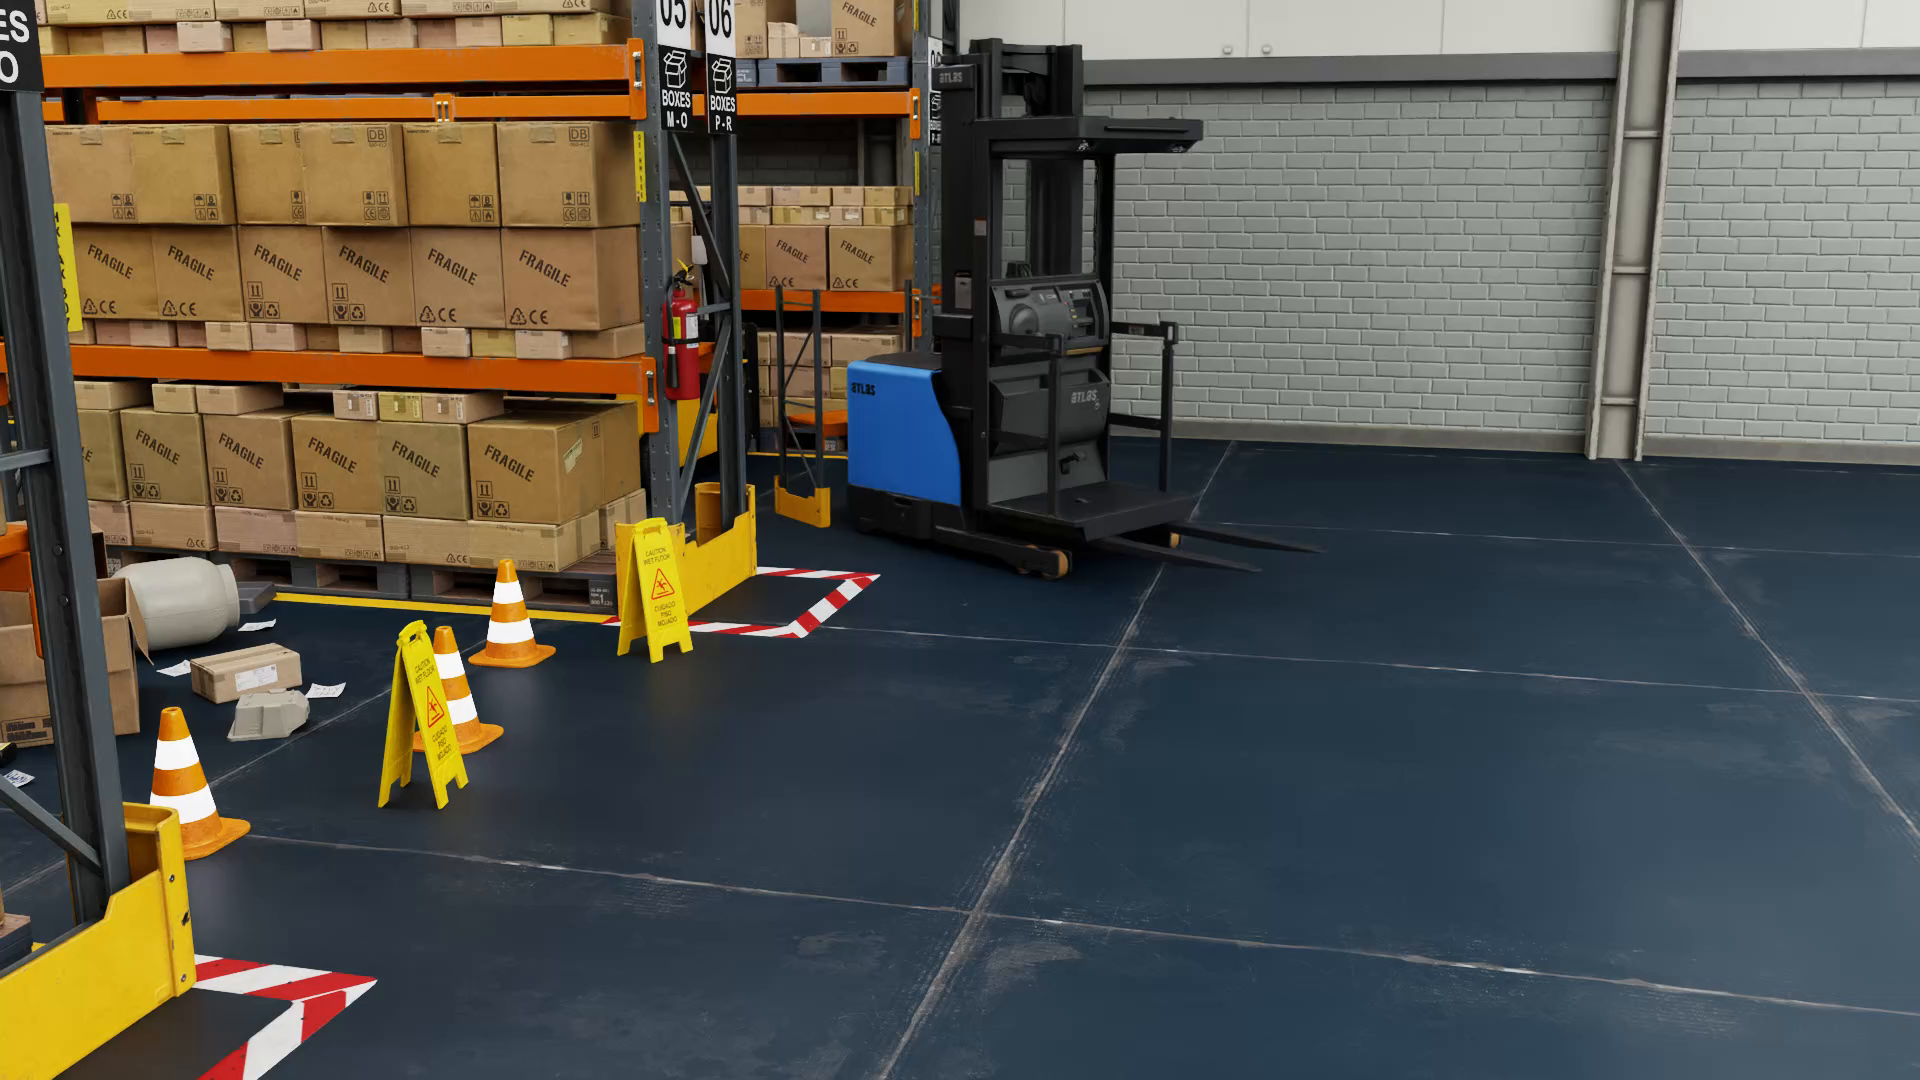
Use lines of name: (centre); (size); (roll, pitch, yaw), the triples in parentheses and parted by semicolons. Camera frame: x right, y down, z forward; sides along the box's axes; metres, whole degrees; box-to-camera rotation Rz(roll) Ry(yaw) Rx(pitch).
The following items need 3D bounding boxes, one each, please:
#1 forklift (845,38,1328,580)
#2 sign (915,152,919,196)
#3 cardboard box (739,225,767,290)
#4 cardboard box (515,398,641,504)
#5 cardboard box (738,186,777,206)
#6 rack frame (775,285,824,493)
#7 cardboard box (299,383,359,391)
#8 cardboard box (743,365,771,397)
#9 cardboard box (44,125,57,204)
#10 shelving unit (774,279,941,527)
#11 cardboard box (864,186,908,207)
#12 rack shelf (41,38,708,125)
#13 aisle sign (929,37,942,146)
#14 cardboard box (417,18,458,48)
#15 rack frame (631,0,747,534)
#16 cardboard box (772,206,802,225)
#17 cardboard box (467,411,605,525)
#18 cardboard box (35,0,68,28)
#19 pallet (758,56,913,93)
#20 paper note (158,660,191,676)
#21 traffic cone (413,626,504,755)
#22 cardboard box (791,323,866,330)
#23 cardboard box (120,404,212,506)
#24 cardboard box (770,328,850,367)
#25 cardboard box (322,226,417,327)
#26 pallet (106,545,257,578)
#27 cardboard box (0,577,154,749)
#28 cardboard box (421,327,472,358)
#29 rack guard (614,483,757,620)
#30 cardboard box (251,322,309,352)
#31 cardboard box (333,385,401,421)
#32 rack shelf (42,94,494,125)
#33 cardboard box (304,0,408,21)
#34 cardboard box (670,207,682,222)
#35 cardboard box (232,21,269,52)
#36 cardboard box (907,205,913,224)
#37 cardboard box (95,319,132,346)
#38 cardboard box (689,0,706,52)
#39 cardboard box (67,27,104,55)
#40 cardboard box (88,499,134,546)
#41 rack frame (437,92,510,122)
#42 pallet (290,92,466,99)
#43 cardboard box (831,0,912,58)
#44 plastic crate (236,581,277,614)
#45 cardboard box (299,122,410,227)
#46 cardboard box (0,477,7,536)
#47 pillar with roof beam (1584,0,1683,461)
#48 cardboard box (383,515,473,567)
forklift: (0.678, -1.336, 9.490); (1.130, 2.935, 3.031); (-12, 17, -44)
sign: (-0.323, -2.779, 12.615); (0.005, 0.325, 0.100); (3, 13, 14)
cardboard box: (-1.719, -2.286, 13.382); (0.500, 0.500, 0.500); (3, 13, 12)
cardboard box: (-2.105, -0.498, 9.199); (0.500, 0.500, 0.500); (3, 13, 12)
cardboard box: (-1.589, -2.730, 13.196); (0.250, 0.149, 0.380); (3, 13, 15)
rack frame: (-1.029, -0.867, 10.678); (0.032, 1.500, 0.500); (-9, 15, -36)
cardboard box: (-5.324, -1.532, 14.725); (0.625, 0.625, 0.875); (3, 13, 13)
cardboard box: (-1.718, -1.329, 13.521); (0.500, 0.250, 0.500); (3, 13, 12)
cardboard box: (-4.874, -1.989, 9.048); (0.500, 0.500, 0.700); (3, 13, 13)
shelving unit: (-0.629, -0.932, 10.970); (1.083, 1.500, 0.587); (-9, 15, -36)
cardboard box: (-0.578, -2.697, 13.048); (0.250, 0.149, 0.380); (3, 13, 14)
rack shelf: (-3.307, -2.385, 8.793); (4.000, 0.370, 1.077); (3, 13, 14)
aisle sign: (-0.186, -3.416, 12.702); (0.004, 0.787, 0.394); (3, 13, 14)
cardboard box: (-2.508, -2.523, 8.336); (0.250, 0.149, 0.380); (3, 13, 14)
rack frame: (-1.365, -1.168, 8.572); (0.127, 3.000, 1.000); (3, 13, 14)
cardboard box: (-1.314, -2.585, 13.231); (0.250, 0.149, 0.380); (3, 13, 13)
cardboard box: (-2.206, -0.383, 8.683); (0.500, 0.500, 0.500); (3, 13, 14)
cardboard box: (-4.887, -2.831, 8.804); (0.500, 0.250, 0.500); (3, 13, 12)
pallet: (-0.860, -3.675, 13.152); (1.213, 0.211, 1.003); (3, 13, 14)
paper note: (-3.549, 0.581, 7.570); (0.142, 0.019, 0.148); (8, 15, 33)
traffic cone: (-2.028, 0.571, 6.593); (0.334, 0.463, 0.336); (3, 13, 14)
cardboard box: (-1.087, -1.652, 13.827); (0.500, 0.250, 0.500); (3, 13, 14)
cardboard box: (-4.218, -0.491, 9.171); (0.500, 0.500, 0.500); (4, 13, 16)
cardboard box: (-1.199, -1.546, 13.347); (0.500, 0.250, 0.500); (3, 13, 15)
cardboard box: (-2.928, -1.386, 8.636); (0.500, 0.500, 0.500); (3, 13, 13)
pallet: (-4.588, 0.013, 9.686); (1.213, 0.211, 1.003); (3, 13, 14)
cardboard box: (-3.677, 0.492, 6.853); (0.637, 0.503, 0.797); (-6, 14, -25)
cardboard box: (-2.553, -1.034, 8.550); (0.250, 0.149, 0.380); (3, 13, 15)
rack guard: (-1.439, 0.049, 8.860); (0.348, 0.500, 1.175); (3, 13, 14)
cardboard box: (-3.529, -1.093, 8.816); (0.250, 0.149, 0.380); (3, 13, 13)
cardboard box: (-3.077, -0.733, 8.760); (0.250, 0.149, 0.380); (4, 13, 16)
rack shelf: (-6.005, -3.636, 14.434); (4.000, 0.370, 1.077); (3, 13, 14)
cardboard box: (-2.920, -2.726, 8.331); (0.500, 0.250, 0.500); (3, 13, 15)
cardboard box: (-2.320, -2.629, 13.427); (0.250, 0.149, 0.380); (3, 13, 12)
cardboard box: (-3.505, -2.569, 8.542); (0.250, 0.149, 0.380); (3, 13, 14)
cardboard box: (-0.447, -2.649, 13.521); (0.250, 0.149, 0.380); (3, 13, 12)
cardboard box: (-4.497, -1.159, 9.114); (0.250, 0.149, 0.380); (3, 13, 13)
cardboard box: (-2.197, -4.065, 13.265); (0.637, 0.503, 0.797); (3, 13, 15)
cardboard box: (-4.497, -2.634, 8.837); (0.250, 0.149, 0.380); (3, 13, 14)
cardboard box: (-4.741, -0.151, 9.366); (0.500, 0.250, 0.500); (2, 13, 11)
rack frame: (-4.063, -2.419, 14.213); (0.127, 3.000, 1.000); (3, 13, 14)
pallet: (-4.923, -3.833, 14.103); (1.217, 0.209, 0.805); (3, 13, 11)
cardboard box: (-0.668, -3.950, 12.758); (0.500, 0.500, 0.500); (3, 13, 15)
plastic crate: (-3.921, 0.304, 8.679); (0.583, 0.080, 0.402); (-1, 13, -6)
cardboard box: (-2.923, -1.863, 8.480); (0.500, 0.500, 0.700); (3, 13, 13)
cardboard box: (-2.824, -0.205, 3.884); (0.550, 0.550, 0.875); (3, 13, 14)
pillar with roof beam: (4.154, -4.150, 8.161); (0.400, 9.000, 9.100); (3, 13, 14)
cardboard box: (-2.716, -0.044, 8.887); (0.500, 0.250, 0.500); (3, 13, 14)
